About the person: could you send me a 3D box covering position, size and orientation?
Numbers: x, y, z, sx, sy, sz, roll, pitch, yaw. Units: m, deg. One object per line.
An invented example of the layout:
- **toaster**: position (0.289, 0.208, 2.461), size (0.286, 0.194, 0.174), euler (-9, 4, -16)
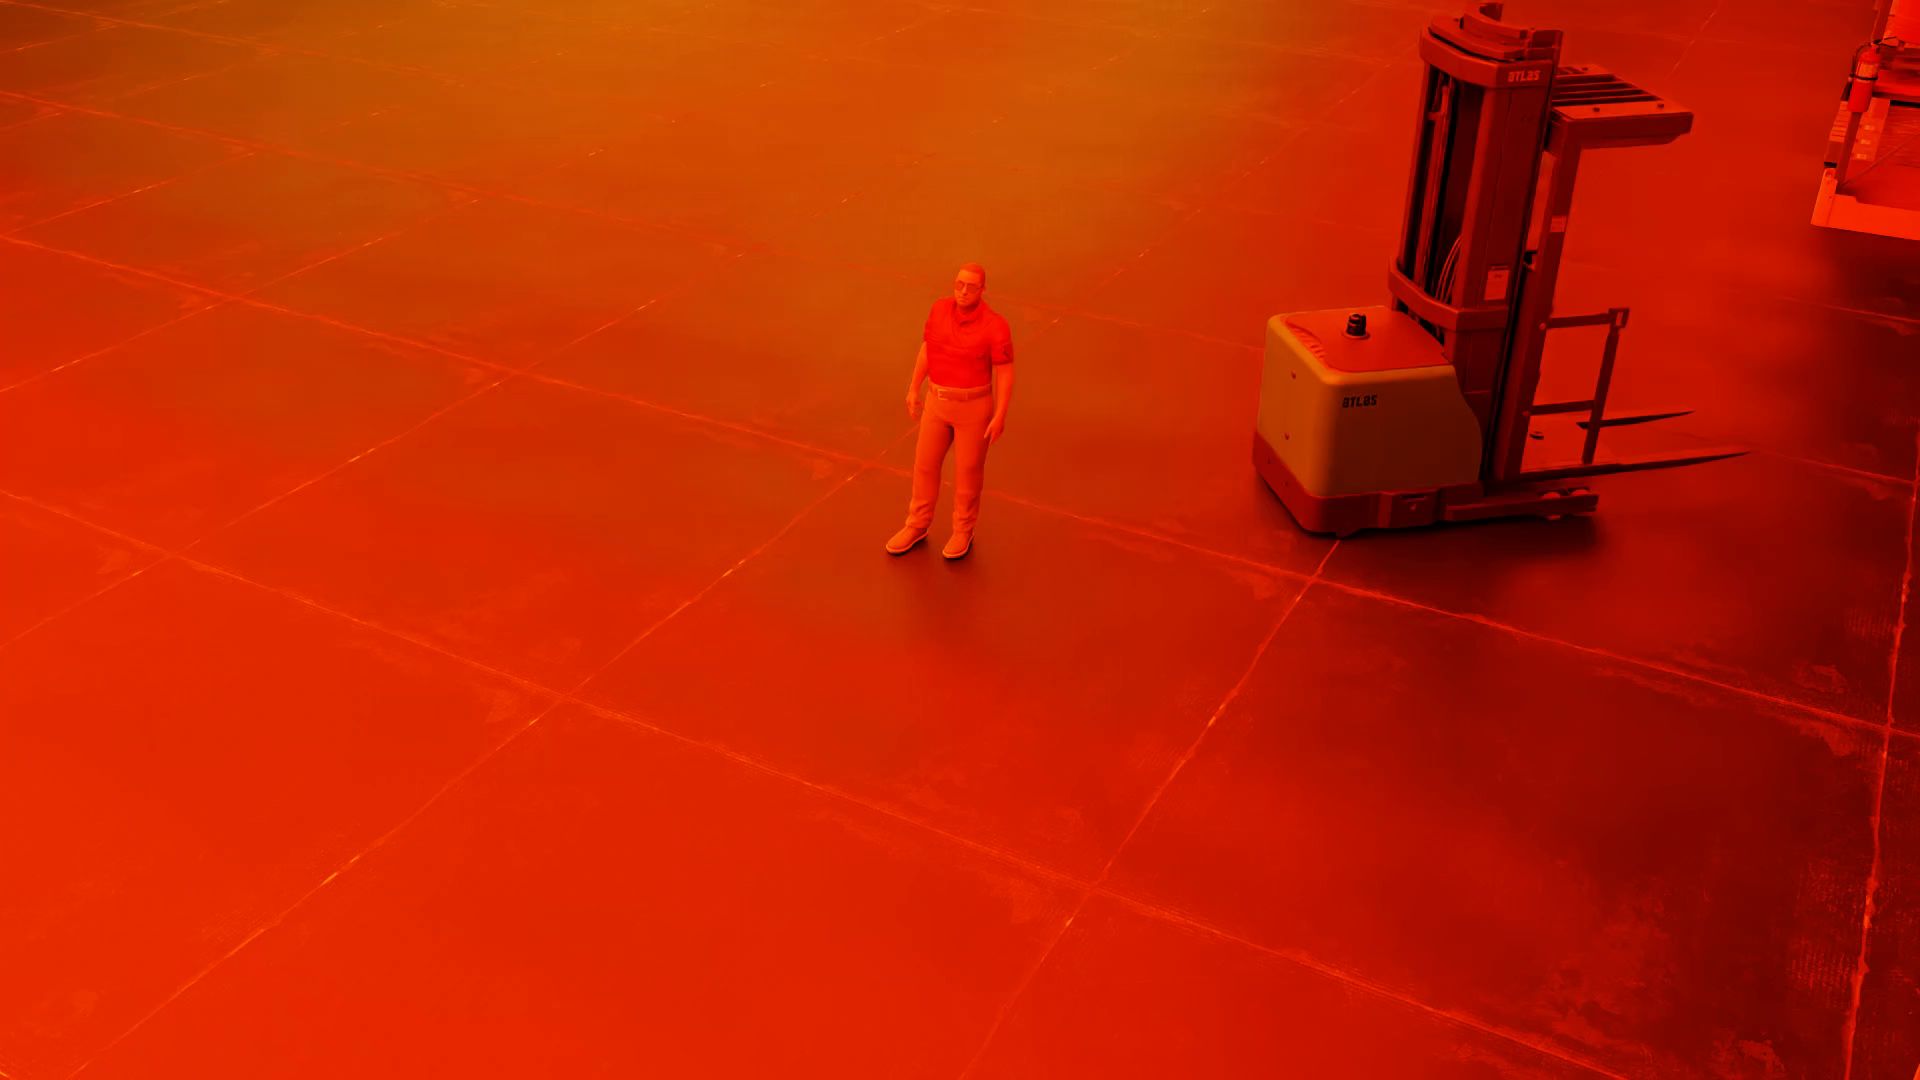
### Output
- **person**: position (-0.053, -0.719, 9.504), size (0.642, 1.727, 0.550), euler (15, 33, 25)

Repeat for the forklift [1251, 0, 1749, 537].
- **forklift**: position (3.451, -1.648, 9.926), size (3.031, 2.935, 1.130), euler (-6, 31, -10)
